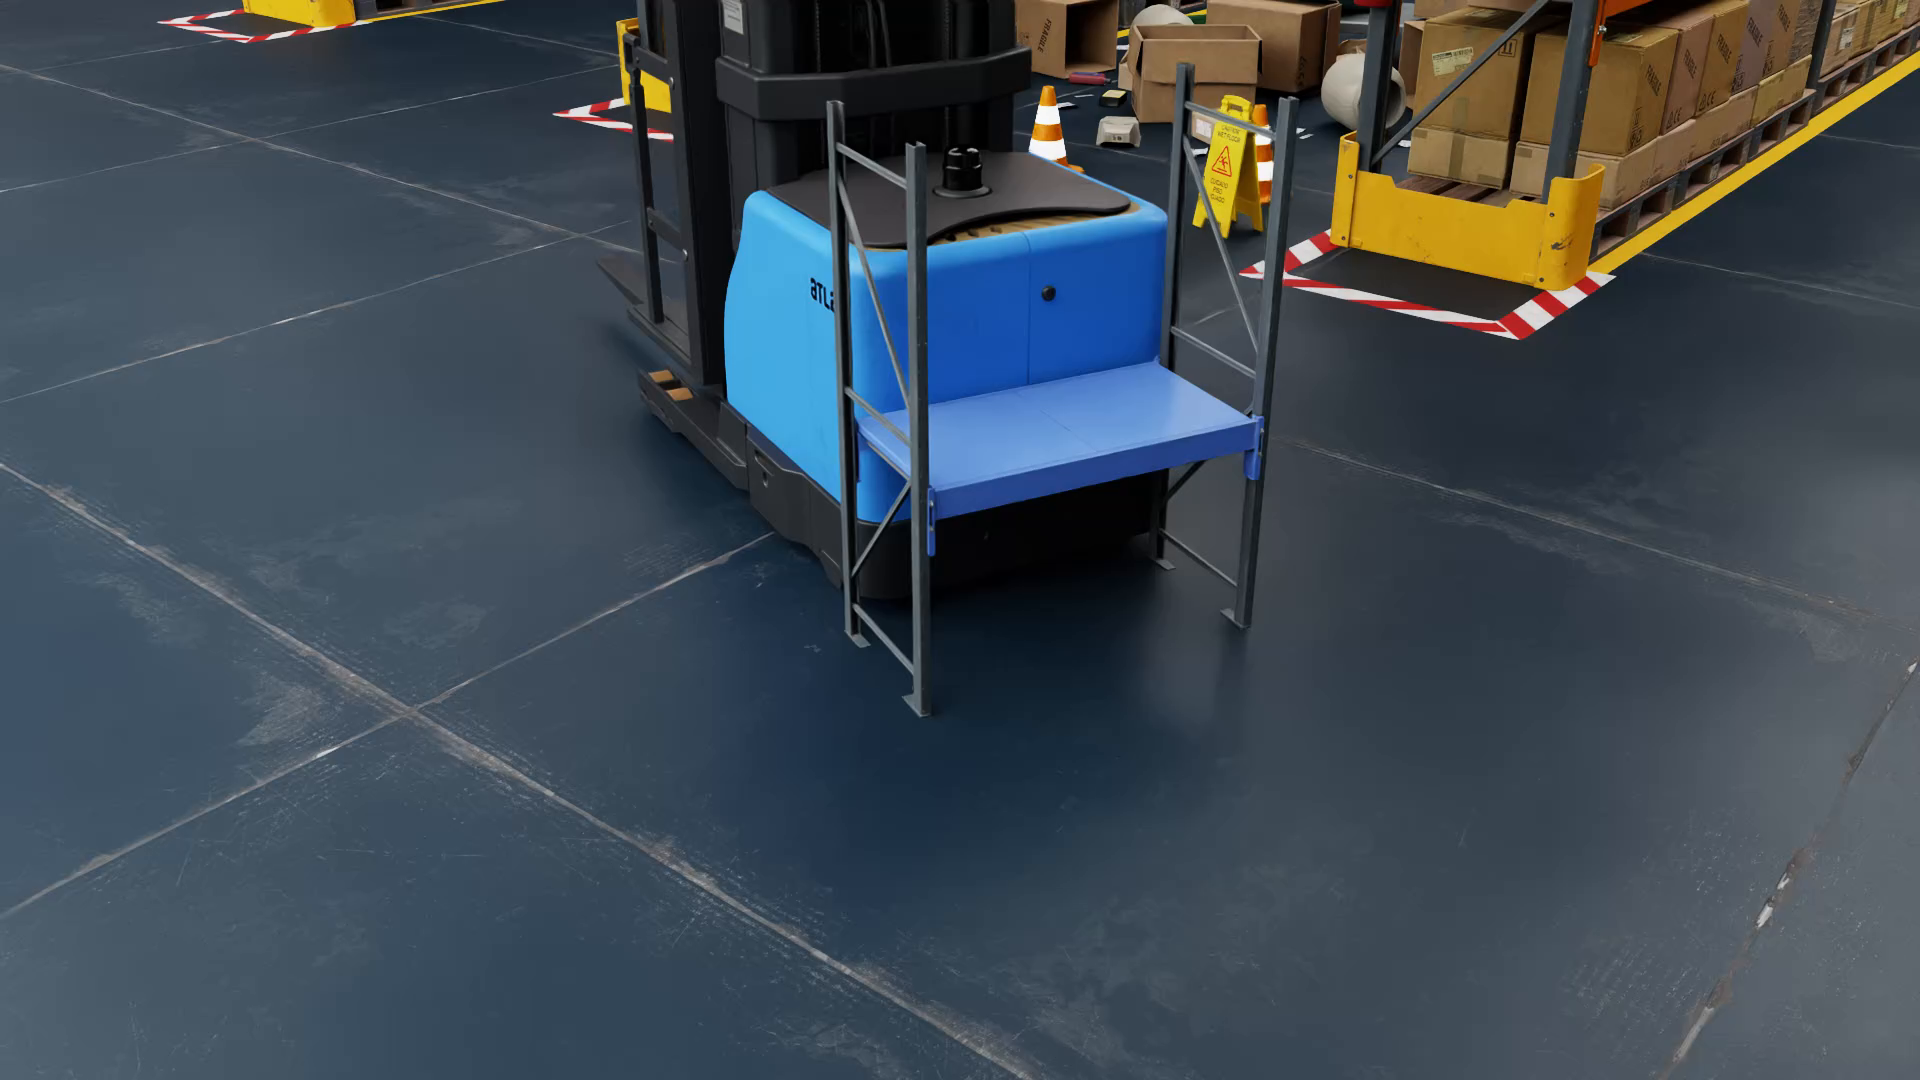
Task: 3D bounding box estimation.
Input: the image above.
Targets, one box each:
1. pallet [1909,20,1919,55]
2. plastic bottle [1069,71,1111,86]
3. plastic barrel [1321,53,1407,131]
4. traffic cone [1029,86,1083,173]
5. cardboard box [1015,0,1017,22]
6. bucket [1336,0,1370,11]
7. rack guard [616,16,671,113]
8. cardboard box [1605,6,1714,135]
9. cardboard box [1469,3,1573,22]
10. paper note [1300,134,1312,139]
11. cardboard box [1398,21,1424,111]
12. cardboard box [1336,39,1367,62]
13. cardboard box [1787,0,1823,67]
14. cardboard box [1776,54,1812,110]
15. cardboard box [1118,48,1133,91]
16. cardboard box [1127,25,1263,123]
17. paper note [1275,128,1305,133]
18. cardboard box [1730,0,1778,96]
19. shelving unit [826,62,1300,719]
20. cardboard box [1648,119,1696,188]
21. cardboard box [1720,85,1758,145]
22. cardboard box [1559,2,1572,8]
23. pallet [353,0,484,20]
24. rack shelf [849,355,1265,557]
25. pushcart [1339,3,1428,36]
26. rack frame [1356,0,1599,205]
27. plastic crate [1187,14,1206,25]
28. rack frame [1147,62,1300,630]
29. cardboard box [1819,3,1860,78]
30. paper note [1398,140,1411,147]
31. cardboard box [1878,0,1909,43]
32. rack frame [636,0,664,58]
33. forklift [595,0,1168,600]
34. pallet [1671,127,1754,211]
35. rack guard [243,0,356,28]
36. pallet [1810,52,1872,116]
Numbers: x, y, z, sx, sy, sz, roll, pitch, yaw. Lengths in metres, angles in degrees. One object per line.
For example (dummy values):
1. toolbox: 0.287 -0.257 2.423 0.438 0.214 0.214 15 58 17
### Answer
1. pallet: 6.863 -3.952 12.660 1.003 0.211 1.213 21 34 34
2. plastic bottle: 0.885 -3.101 11.177 0.283 0.061 0.133 9 29 17
3. plastic barrel: 2.418 -2.662 9.934 0.421 0.421 0.512 -5 28 -9
4. traffic cone: 0.477 -2.238 9.072 0.336 0.463 0.334 21 34 34
5. cardboard box: -0.092 -4.180 11.920 0.875 0.875 0.875 21 34 35
6. bucket: 2.625 -3.959 11.547 0.620 0.611 0.726 -5 26 -32
7. rack guard: -1.627 -2.923 10.357 1.175 0.500 0.348 21 34 34
8. cardboard box: 3.343 -2.330 8.208 0.500 0.500 0.500 19 33 33
9. cardboard box: 2.910 -2.476 8.490 0.500 0.500 0.500 22 35 36
10. paper note: 2.057 -2.397 9.873 0.032 0.001 0.123 21 34 34
11. cardboard box: 3.085 -2.958 10.421 0.500 0.500 0.500 -5 28 -9
12. cardboard box: 2.642 -3.173 11.095 0.258 0.266 0.396 0 27 0
13. cardboard box: 4.647 -3.059 9.619 0.500 0.500 0.500 20 34 34
14. cardboard box: 4.648 -2.726 9.791 0.500 0.250 0.500 23 35 37
15. cardboard box: 1.260 -3.098 10.950 0.258 0.266 0.396 -21 34 -35
16. cardboard box: 1.436 -2.885 10.279 0.797 0.503 0.637 0 27 0
17. paper note: 1.993 -2.481 10.026 0.142 0.019 0.148 -15 31 -27
18. cardboard box: 4.001 -2.697 8.919 0.500 0.500 0.500 23 35 37
19. shelving unit: 0.253 -0.409 4.408 1.048 1.500 0.538 -13 30 -24
20. cardboard box: 3.329 -1.980 8.349 0.500 0.250 0.500 22 35 36
21. cardboard box: 3.990 -2.356 9.075 0.500 0.250 0.500 21 34 35
22. cardboard box: 2.925 -2.816 8.442 0.380 0.149 0.250 21 34 35
23. pallet: -4.782 -4.593 13.900 1.003 0.211 1.213 21 34 34
24. rack shelf: 0.253 -0.249 4.491 1.000 0.185 0.538 -13 30 -24
25. pushcart: 3.025 -3.533 11.669 1.648 0.377 0.936 9 29 17
26. rack frame: 2.272 -2.631 7.071 1.000 3.000 0.127 21 34 34
27. plastic crate: 1.833 -3.792 12.314 0.662 0.188 0.450 -10 19 -18
28. rack frame: 0.707 -0.514 4.611 0.032 1.500 0.500 -13 30 -24
29. cardboard box: 5.148 -3.255 10.681 0.950 0.372 0.625 21 34 35
30. paper note: 2.612 -2.321 9.704 0.142 0.019 0.148 9 29 17
31. cardboard box: 6.044 -3.758 11.653 0.950 0.372 0.625 22 35 36
32. rack frame: -1.612 -4.042 9.799 1.000 3.000 0.127 21 34 34
33. forklift: -0.531 -1.773 5.488 1.130 2.935 3.031 -14 31 -25
34. pallet: 3.641 -2.128 9.133 1.003 0.211 1.213 21 34 34
35. rack guard: -5.326 -4.444 13.296 1.175 0.500 0.348 21 34 34
36. pallet: 5.310 -3.087 10.988 1.003 0.211 1.213 21 34 34
